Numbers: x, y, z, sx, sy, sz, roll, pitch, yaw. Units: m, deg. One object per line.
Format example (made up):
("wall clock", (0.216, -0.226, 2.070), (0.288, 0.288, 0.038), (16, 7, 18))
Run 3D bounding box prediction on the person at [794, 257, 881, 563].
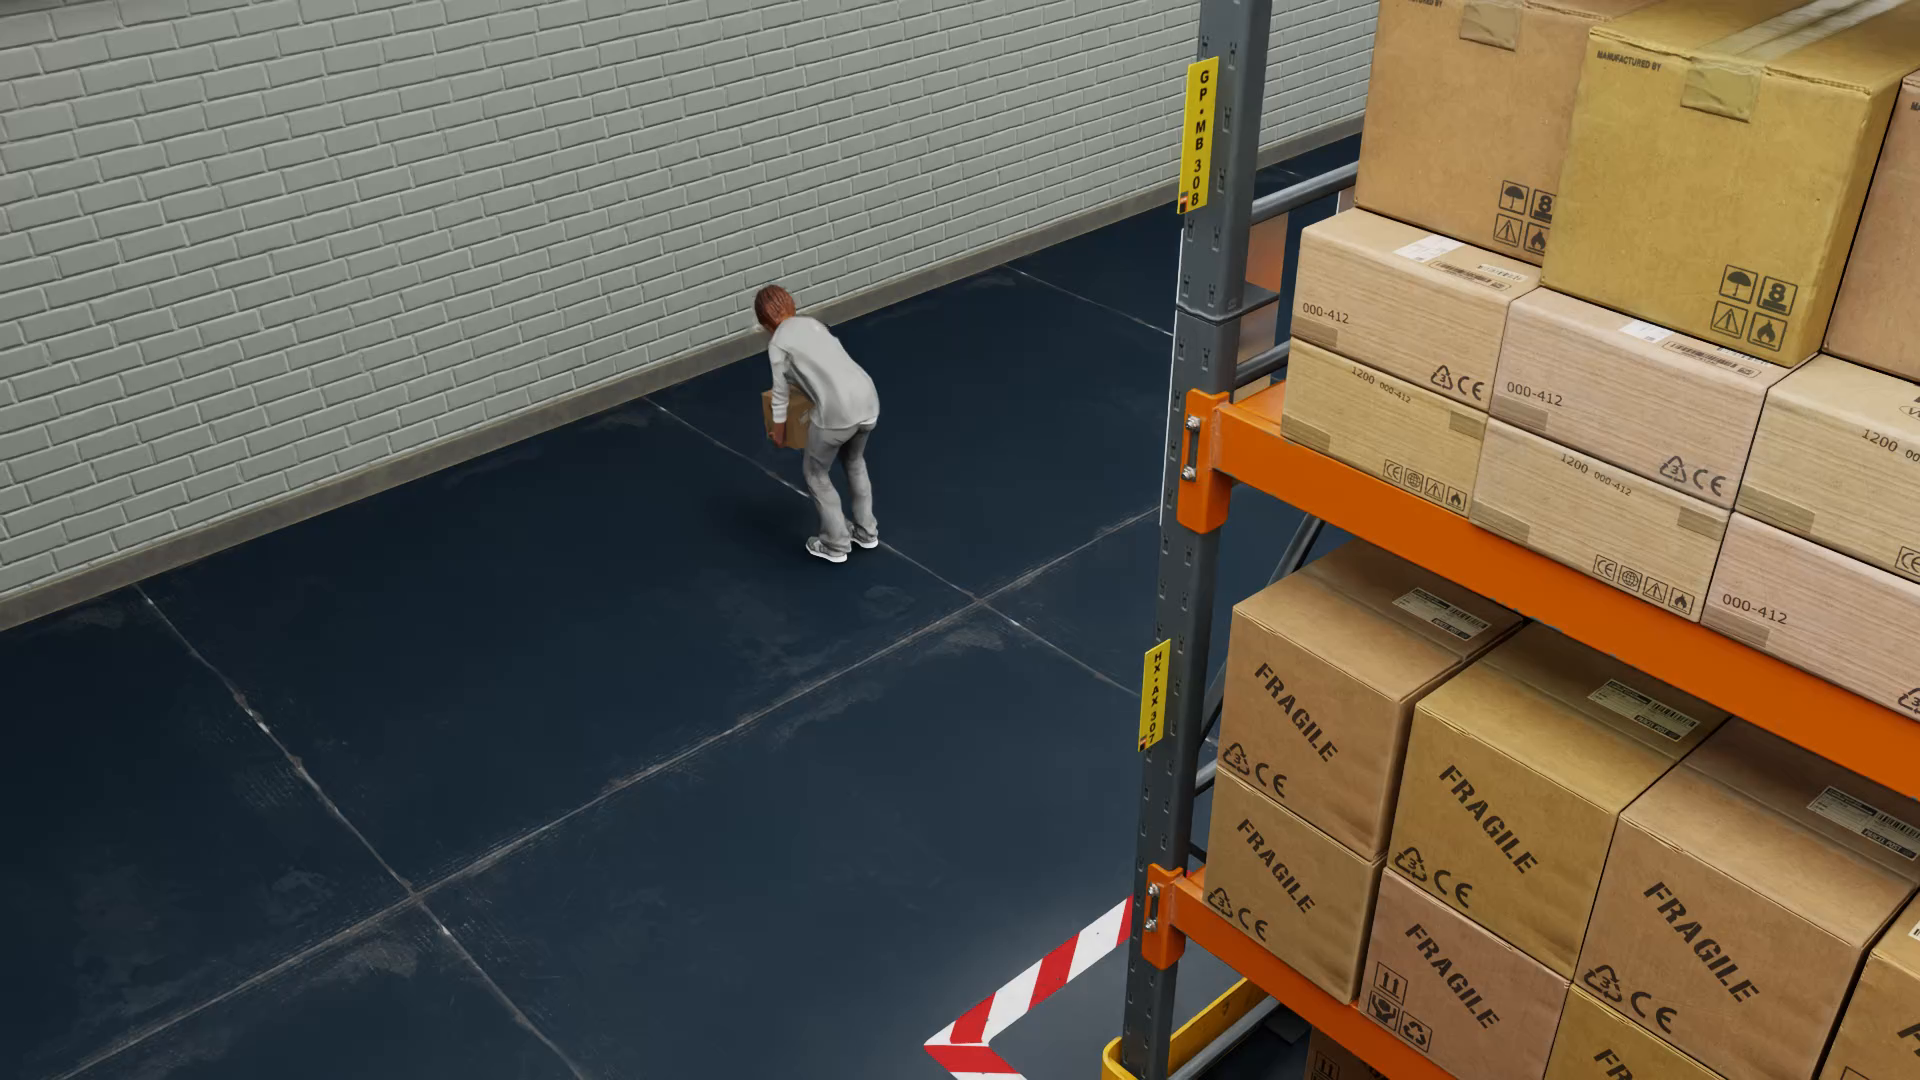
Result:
("person", (-0.603, -0.622, 8.133), (0.340, 1.594, 0.484), (28, 41, 36))
